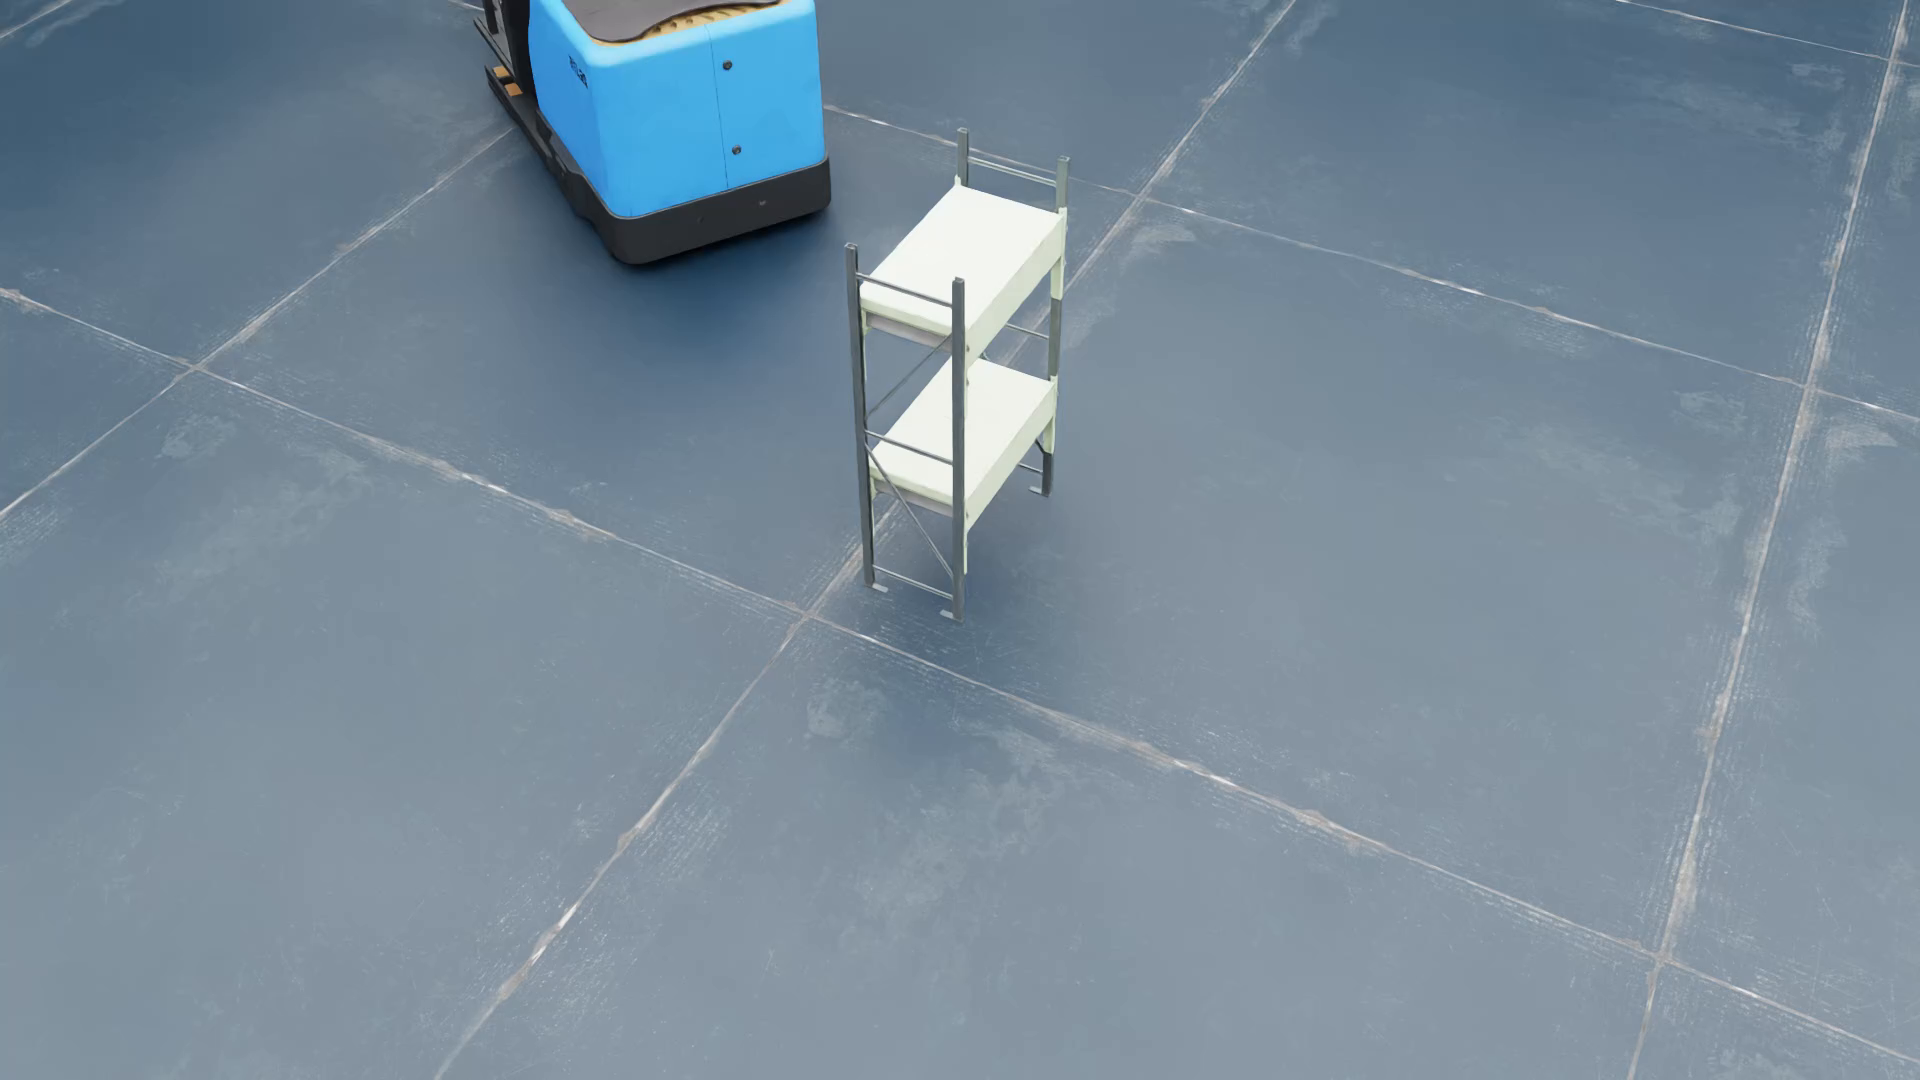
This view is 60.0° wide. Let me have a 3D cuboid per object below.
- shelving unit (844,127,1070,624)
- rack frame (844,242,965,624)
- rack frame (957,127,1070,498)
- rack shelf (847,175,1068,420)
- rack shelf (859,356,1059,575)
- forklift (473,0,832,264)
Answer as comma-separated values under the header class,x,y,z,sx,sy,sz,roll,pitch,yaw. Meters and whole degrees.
class,x,y,z,sx,sy,sz,roll,pitch,yaw
shelving unit,0.003,-0.531,5.721,0.431,1.500,0.755,20,49,19
rack frame,-0.167,-0.301,5.493,0.400,1.500,0.023,20,49,19
rack frame,0.173,-0.762,5.949,0.400,1.500,0.023,20,49,19
rack shelf,0.003,-0.806,5.443,0.431,0.370,0.720,20,49,19
rack shelf,0.003,-0.302,5.953,0.431,0.370,0.720,20,49,19
forklift,-1.745,-3.295,7.445,1.130,2.935,3.031,-21,49,-20
